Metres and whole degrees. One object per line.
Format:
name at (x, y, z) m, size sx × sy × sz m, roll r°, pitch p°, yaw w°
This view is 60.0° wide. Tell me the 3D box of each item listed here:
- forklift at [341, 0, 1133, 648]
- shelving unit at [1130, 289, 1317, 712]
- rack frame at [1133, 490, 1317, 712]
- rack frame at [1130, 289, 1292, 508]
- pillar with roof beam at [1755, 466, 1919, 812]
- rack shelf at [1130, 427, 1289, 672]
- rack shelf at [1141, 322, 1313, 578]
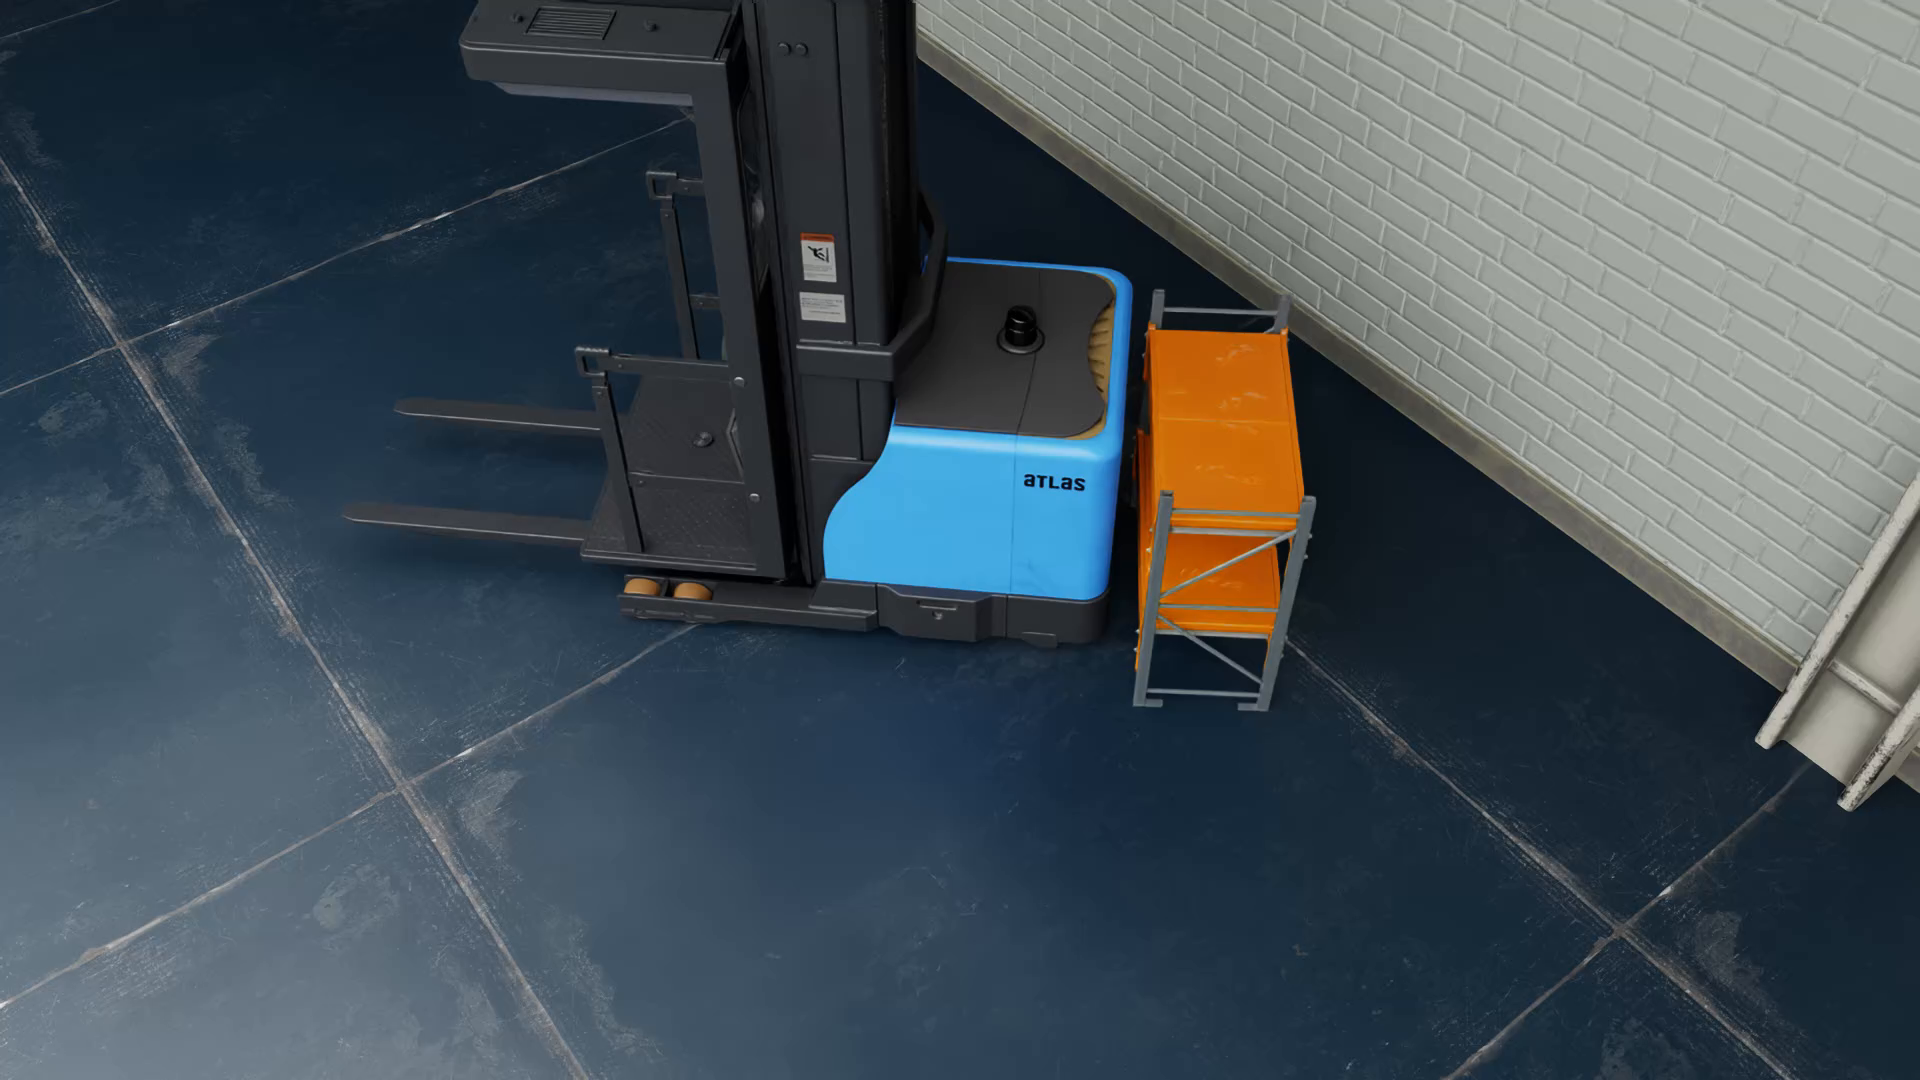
forklift at (-0.893, -1.047, 5.720) m, size 3.031 × 2.935 × 1.130 m, roll 5°, pitch 48°, yaw 4°
shelving unit at (0.924, -0.138, 6.114) m, size 0.538 × 1.125 × 1.048 m, roll 2°, pitch 48°, yaw 2°
rack frame at (0.896, 0.238, 5.773) m, size 0.500 × 1.125 × 0.032 m, roll 2°, pitch 48°, yaw 2°
rack frame at (0.952, -0.514, 6.455) m, size 0.500 × 1.125 × 0.032 m, roll 2°, pitch 48°, yaw 2°
pillar with roof beam at (-0.279, -0.313, 0.958) m, size 9.100 × 9.000 × 0.400 m, roll -29°, pitch 54°, yaw -24°
rack shelf at (0.924, 0.026, 6.295) m, size 0.538 × 0.278 × 1.000 m, roll 2°, pitch 48°, yaw 2°
rack shelf at (0.924, -0.335, 5.897) m, size 0.538 × 0.278 × 1.000 m, roll 2°, pitch 48°, yaw 2°
